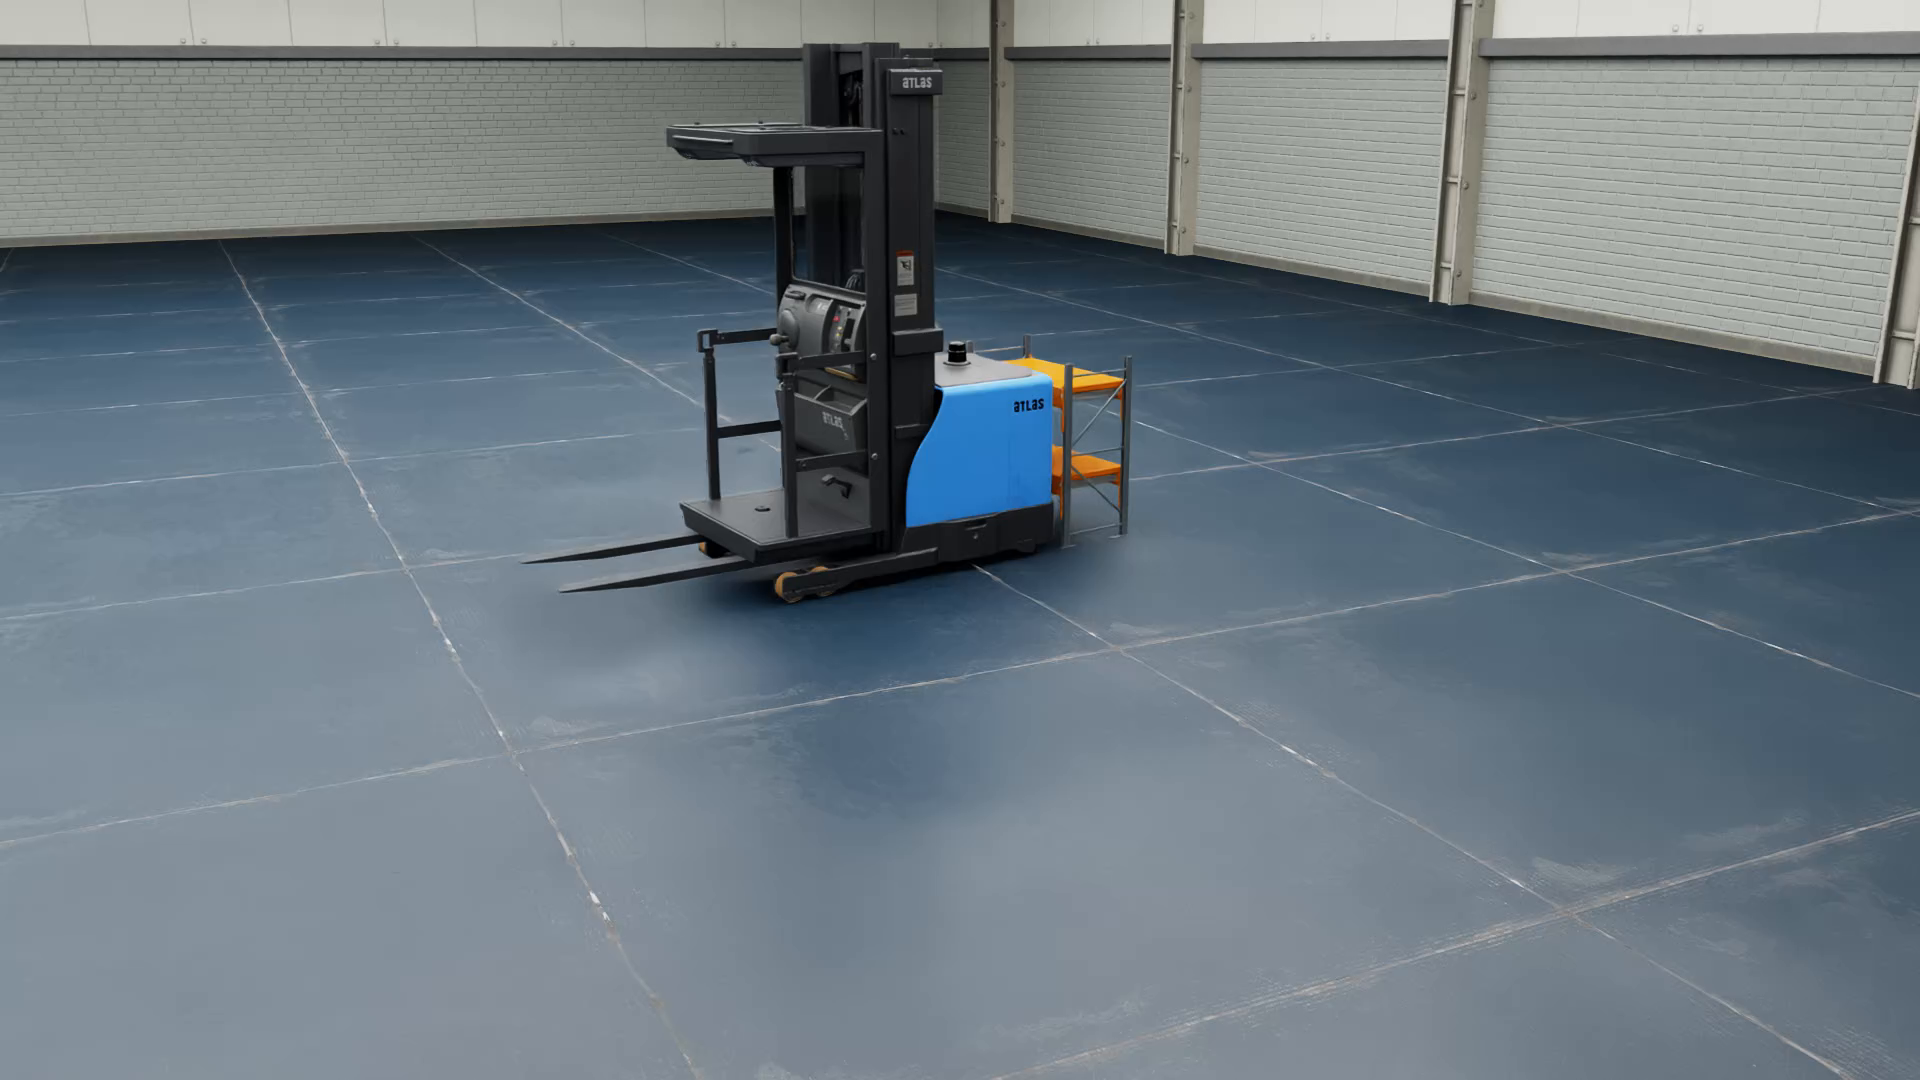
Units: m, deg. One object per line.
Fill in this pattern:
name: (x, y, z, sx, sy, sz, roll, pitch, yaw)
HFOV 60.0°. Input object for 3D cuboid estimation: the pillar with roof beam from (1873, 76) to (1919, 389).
pillar with roof beam: (4.764, -5.232, 12.167, 9.100, 9.000, 0.400, -8, 18, -25)

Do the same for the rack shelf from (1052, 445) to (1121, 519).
rack shelf: (0.537, -0.411, 10.530, 0.538, 0.278, 1.000, -11, 19, -33)

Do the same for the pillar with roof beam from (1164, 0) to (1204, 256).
pillar with roof beam: (-0.493, -8.207, 22.536, 9.100, 9.000, 0.400, -8, 18, -25)

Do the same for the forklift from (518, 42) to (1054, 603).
forklift: (-0.955, -1.233, 9.235, 3.031, 2.935, 1.130, -10, 19, -31)

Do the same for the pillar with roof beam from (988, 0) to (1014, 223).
pillar with roof beam: (-3.121, -9.695, 27.720, 9.100, 9.000, 0.400, -8, 18, -25)

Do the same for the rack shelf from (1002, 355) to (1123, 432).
rack shelf: (0.538, -0.927, 10.382, 0.538, 0.278, 1.000, -11, 19, -33)

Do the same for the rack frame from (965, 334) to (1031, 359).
rack frame: (0.247, -0.761, 10.864, 0.500, 1.125, 0.032, -11, 19, -33)

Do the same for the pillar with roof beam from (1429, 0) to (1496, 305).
pillar with roof beam: (2.136, -6.719, 17.352, 9.100, 9.000, 0.400, -8, 18, -25)

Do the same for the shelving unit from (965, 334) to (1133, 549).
shelving unit: (0.537, -0.646, 10.463, 0.538, 1.125, 1.048, -11, 19, -33)

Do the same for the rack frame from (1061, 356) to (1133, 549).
rack frame: (0.827, -0.531, 10.061, 0.500, 1.125, 0.032, -11, 19, -33)
